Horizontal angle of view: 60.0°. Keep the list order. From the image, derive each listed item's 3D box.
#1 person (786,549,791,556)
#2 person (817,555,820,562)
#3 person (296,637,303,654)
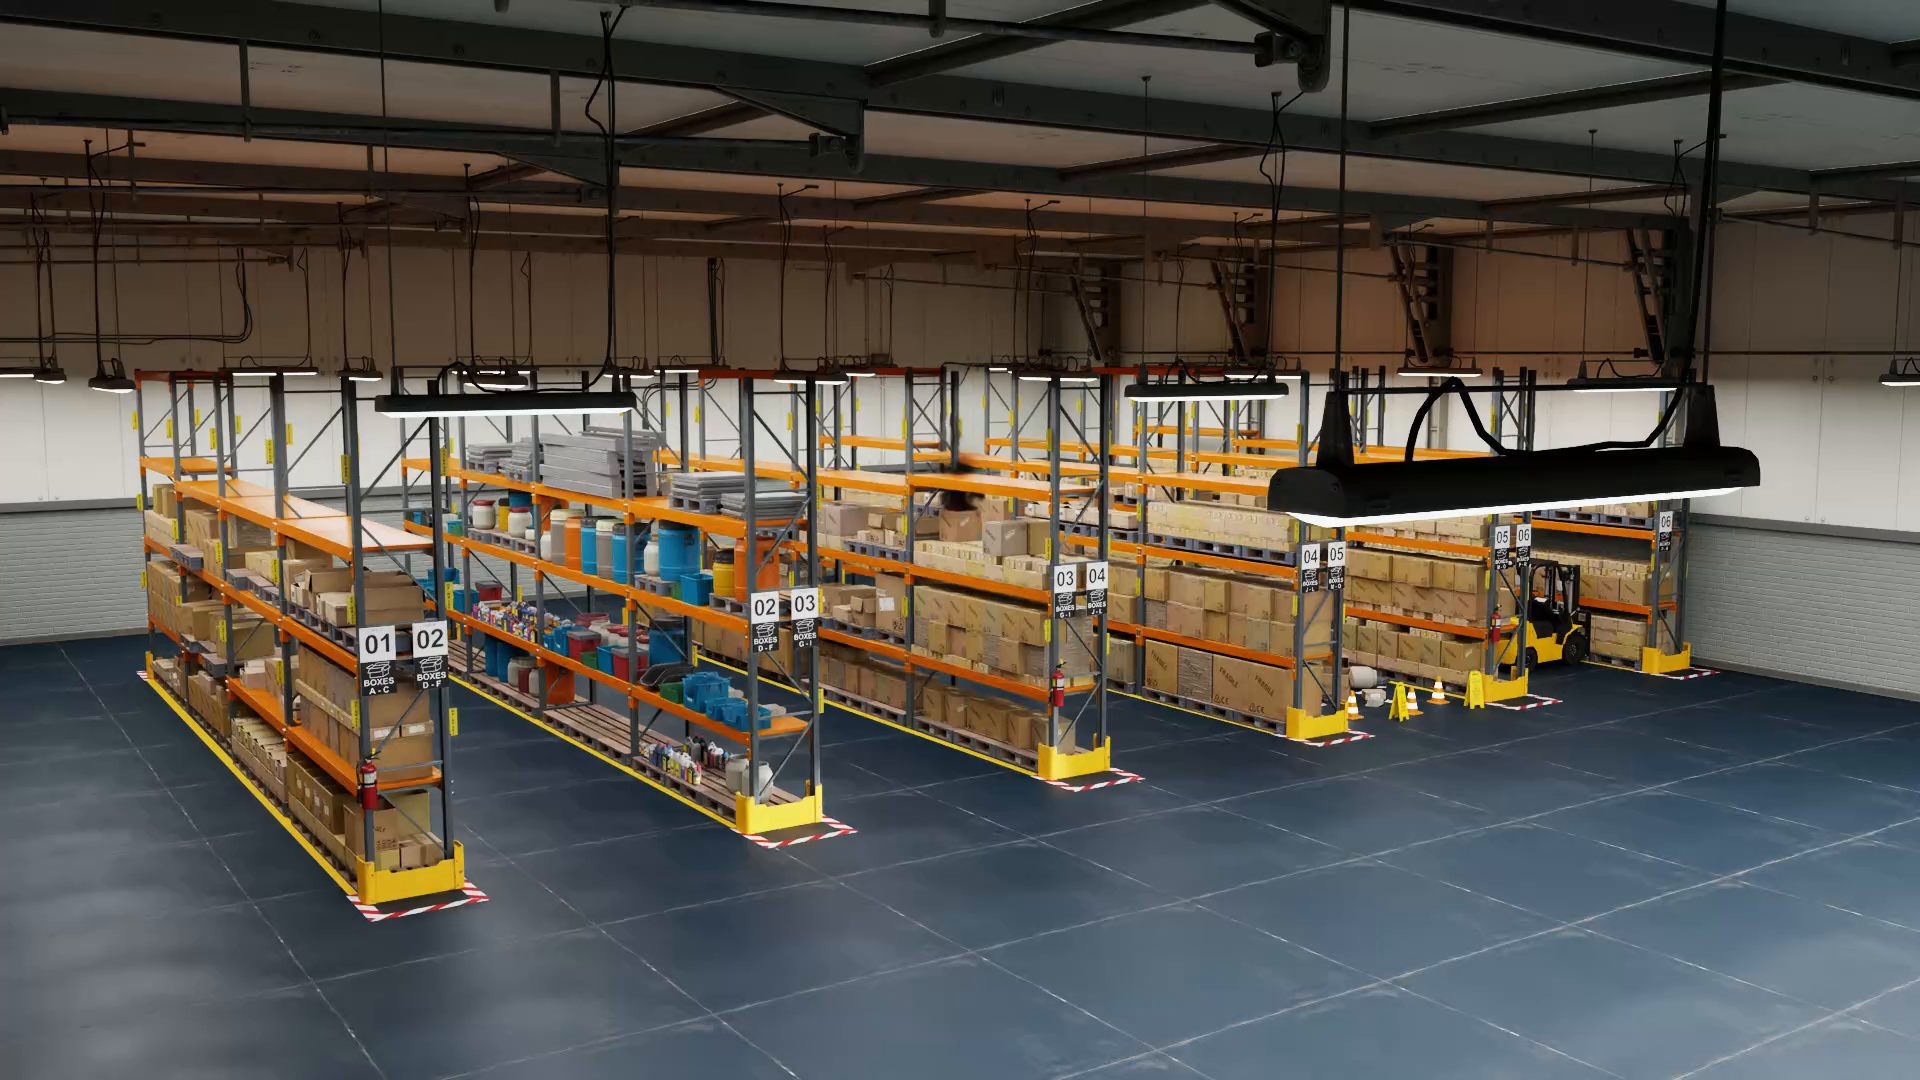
[{"bbox_3d":[-4.077,1.084,39.205,0.739,1.761,0.731,-2,7,-13],"label":"person"},{"bbox_3d":[-3.672,0.811,41.916,0.537,1.612,0.698,-2,7,-21],"label":"person"},{"bbox_3d":[-12.982,1.791,32.613,0.631,1.817,0.891,-6,9,-44],"label":"person"}]
